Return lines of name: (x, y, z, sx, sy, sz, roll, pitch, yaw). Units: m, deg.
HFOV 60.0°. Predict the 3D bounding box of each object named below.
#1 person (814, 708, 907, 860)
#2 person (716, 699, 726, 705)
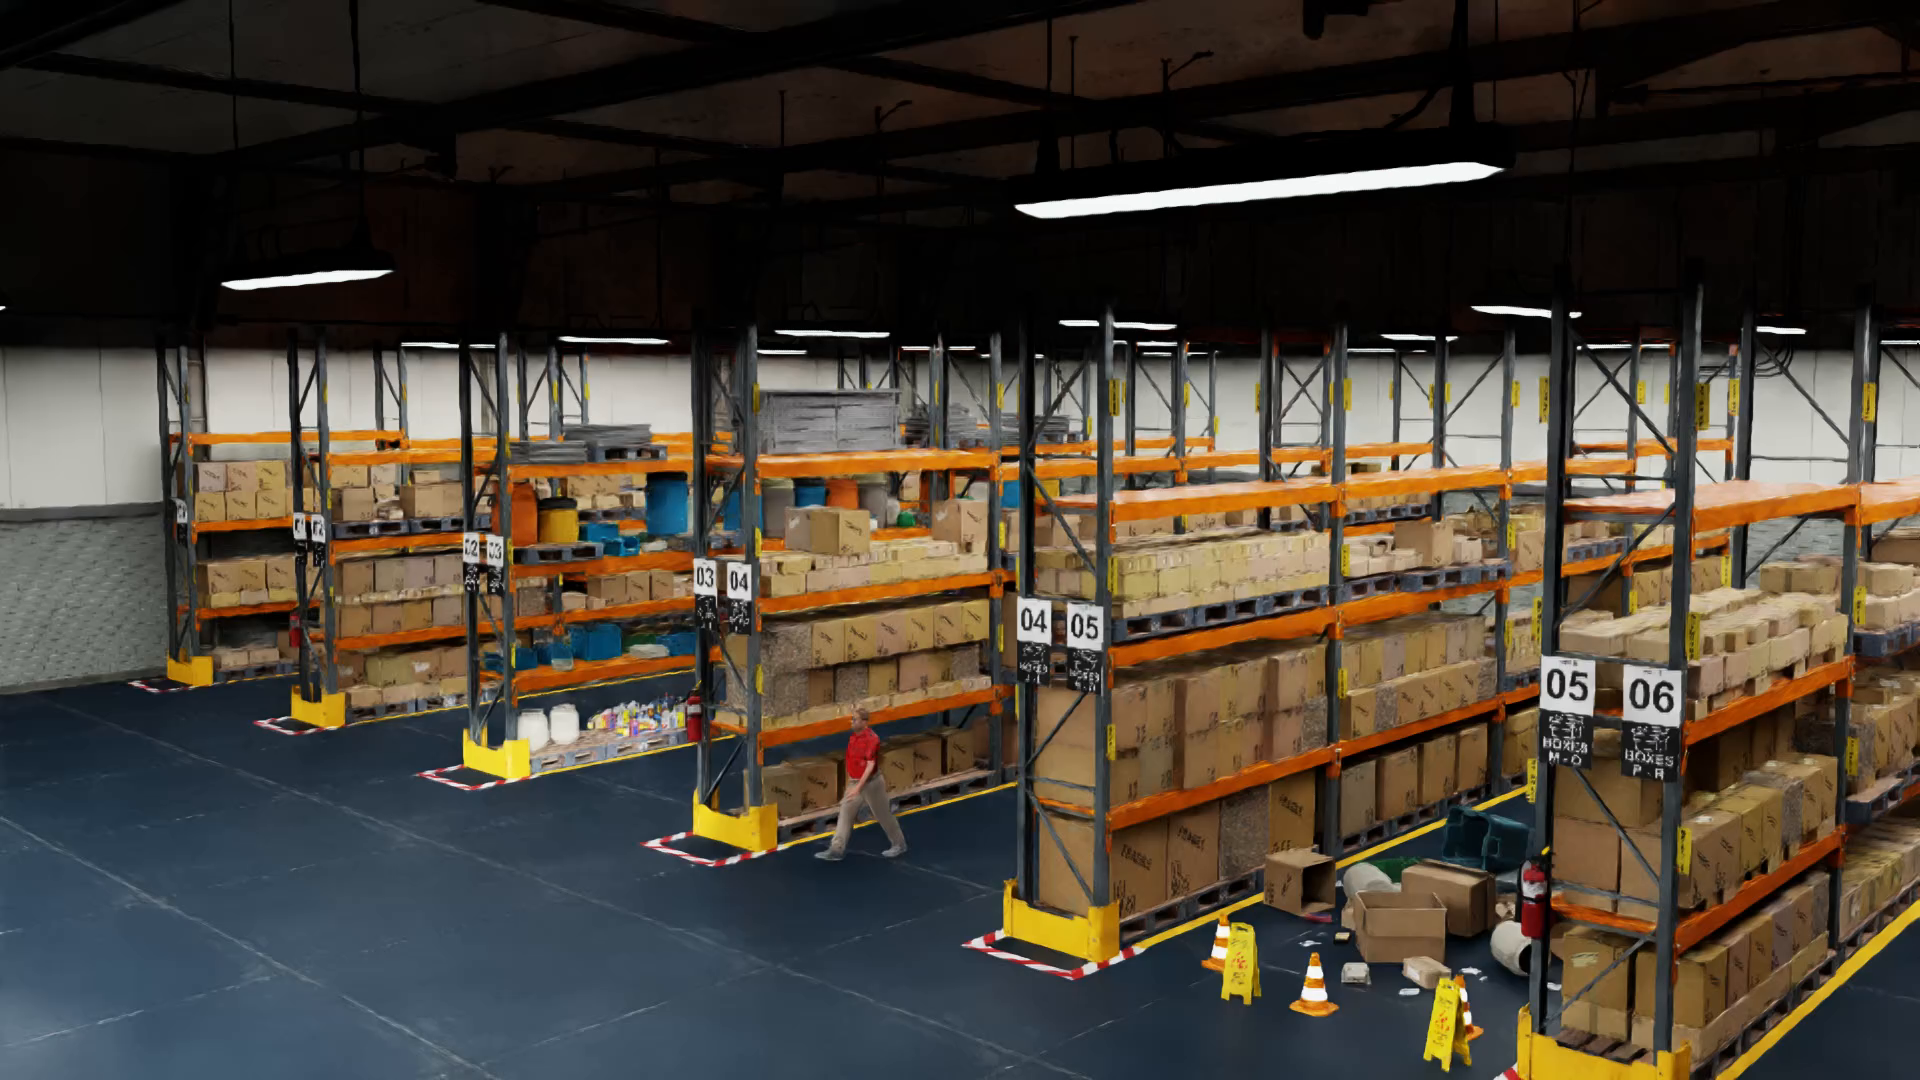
person: (-1.050, 2.637, 17.964, 1.032, 1.659, 0.532, -4, 7, -38)
person: (-3.367, 1.818, 26.370, 0.949, 1.750, 0.599, -2, 6, -19)
